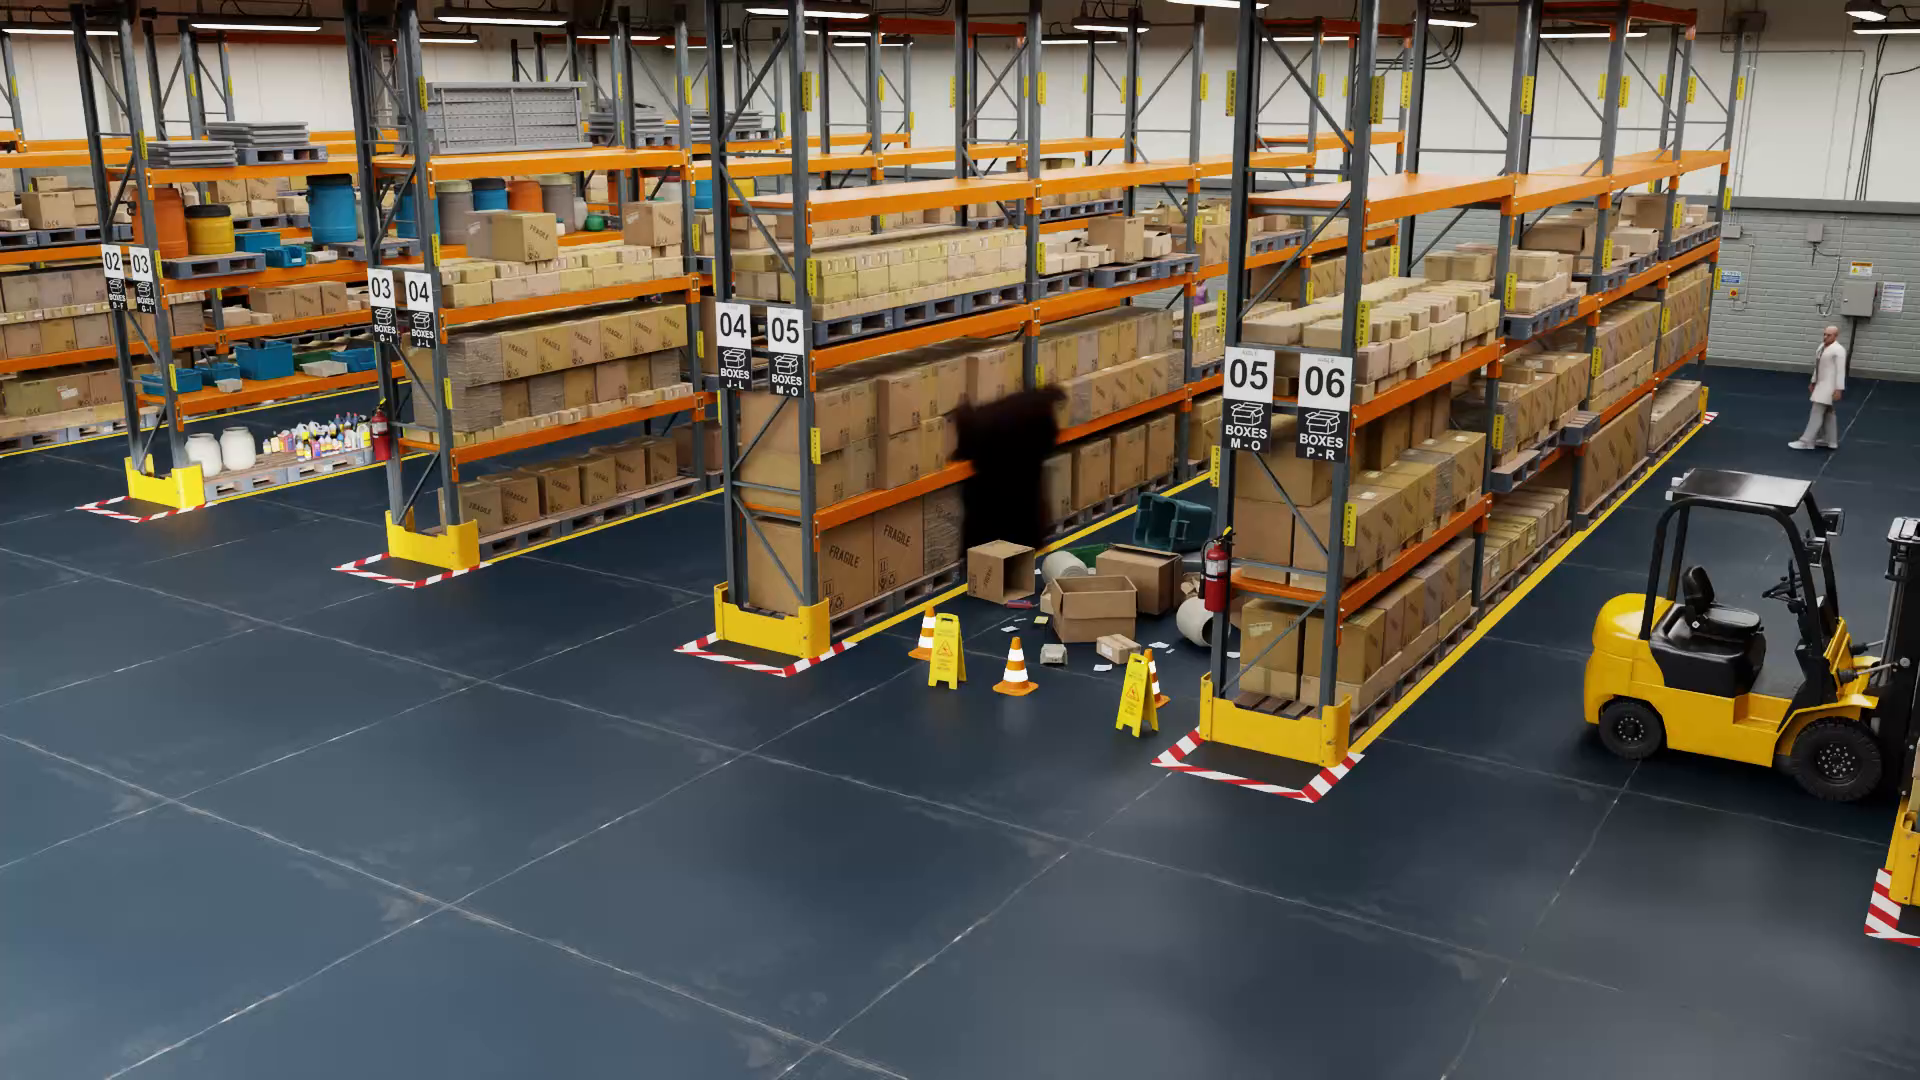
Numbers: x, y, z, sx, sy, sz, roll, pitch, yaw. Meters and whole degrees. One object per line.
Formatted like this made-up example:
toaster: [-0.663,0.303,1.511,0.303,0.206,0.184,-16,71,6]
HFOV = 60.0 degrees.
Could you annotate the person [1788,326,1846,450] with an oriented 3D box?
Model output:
person: [12.320,-2.198,23.833,0.685,1.768,0.614,5,16,19]

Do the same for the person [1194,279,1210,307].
person: [4.588,-4.371,31.972,0.438,1.565,0.688,6,17,20]
